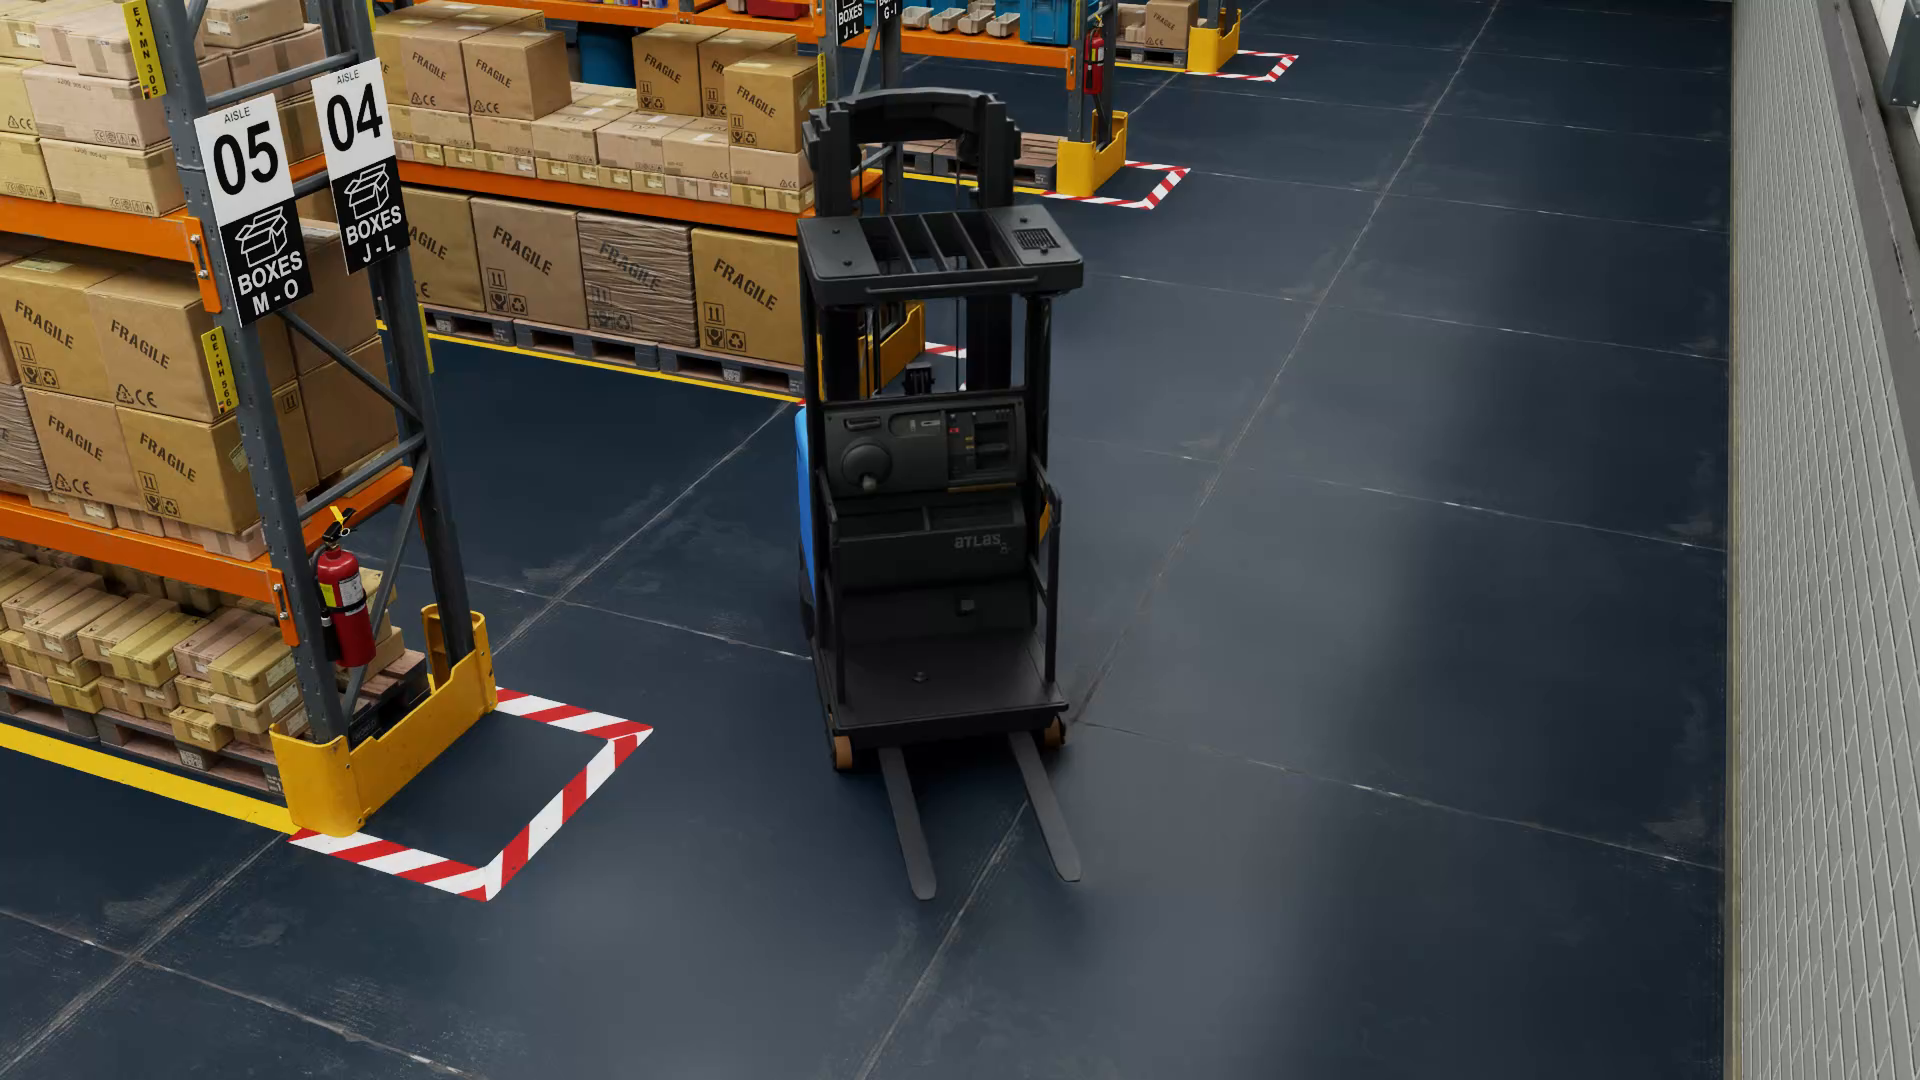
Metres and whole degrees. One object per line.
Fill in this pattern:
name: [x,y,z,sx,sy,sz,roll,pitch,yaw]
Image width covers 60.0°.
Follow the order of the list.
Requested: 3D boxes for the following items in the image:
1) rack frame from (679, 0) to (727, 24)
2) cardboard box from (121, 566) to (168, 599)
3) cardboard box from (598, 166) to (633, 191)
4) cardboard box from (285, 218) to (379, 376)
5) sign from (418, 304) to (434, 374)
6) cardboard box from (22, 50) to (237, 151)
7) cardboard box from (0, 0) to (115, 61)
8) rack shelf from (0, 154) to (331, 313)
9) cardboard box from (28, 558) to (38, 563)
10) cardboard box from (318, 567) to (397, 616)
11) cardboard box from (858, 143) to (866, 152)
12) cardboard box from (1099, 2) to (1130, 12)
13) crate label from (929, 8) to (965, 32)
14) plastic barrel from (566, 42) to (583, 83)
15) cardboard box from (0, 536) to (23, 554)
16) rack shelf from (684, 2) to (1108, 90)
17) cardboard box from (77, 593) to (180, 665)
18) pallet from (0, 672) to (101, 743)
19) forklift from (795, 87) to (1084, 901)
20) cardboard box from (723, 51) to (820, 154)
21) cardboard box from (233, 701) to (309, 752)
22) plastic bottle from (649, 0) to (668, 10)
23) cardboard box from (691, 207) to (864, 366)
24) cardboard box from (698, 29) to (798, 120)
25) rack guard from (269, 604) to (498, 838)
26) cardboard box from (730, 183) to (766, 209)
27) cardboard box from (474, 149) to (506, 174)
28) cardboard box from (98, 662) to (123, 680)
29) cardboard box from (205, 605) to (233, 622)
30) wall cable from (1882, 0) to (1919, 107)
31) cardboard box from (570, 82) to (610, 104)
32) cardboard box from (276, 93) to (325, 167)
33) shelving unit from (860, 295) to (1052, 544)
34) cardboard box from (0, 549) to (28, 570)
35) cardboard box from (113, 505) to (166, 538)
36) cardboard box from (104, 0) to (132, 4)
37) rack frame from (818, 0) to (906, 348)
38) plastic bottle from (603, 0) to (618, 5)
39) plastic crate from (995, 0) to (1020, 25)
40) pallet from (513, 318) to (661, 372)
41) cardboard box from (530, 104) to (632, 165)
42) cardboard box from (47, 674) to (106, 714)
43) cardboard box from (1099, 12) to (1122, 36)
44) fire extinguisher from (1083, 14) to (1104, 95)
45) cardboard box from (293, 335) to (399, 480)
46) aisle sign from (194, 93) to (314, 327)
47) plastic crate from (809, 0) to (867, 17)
rack frame: [-2.481,-5.496,16.424,0.127,3.000,1.000,11,31,19]
cardboard box: [-3.953,0.128,8.341,0.250,0.149,0.380,13,32,21]
cardboard box: [-2.277,-2.540,11.450,0.250,0.149,0.380,11,31,19]
cardboard box: [-2.911,-1.067,7.169,0.500,0.500,0.500,11,31,19]
sign: [-2.391,-0.879,7.376,0.005,0.325,0.100,11,31,19]
cardboard box: [-3.117,-1.682,6.273,0.500,0.250,0.500,10,31,18]
cardboard box: [-3.443,-1.951,6.344,0.250,0.149,0.380,10,31,18]
rack shelf: [-4.448,-1.617,7.245,4.000,0.370,1.077,11,31,19]
cardboard box: [-4.700,0.122,8.654,0.250,0.149,0.380,10,31,17]
cardboard box: [-2.952,0.293,8.049,0.250,0.149,0.380,10,31,17]
cardboard box: [-0.979,-2.773,11.458,0.500,0.250,0.500,10,31,18]
cardboard box: [1.768,-6.423,20.412,0.500,0.250,0.500,11,31,19]
crate label: [-0.128,-4.836,15.464,0.243,0.136,0.396,11,31,19]
plastic barrel: [-4.124,-4.980,17.614,0.421,0.512,0.421,0,29,0]
cardboard box: [-4.892,-0.084,8.717,0.250,0.149,0.380,10,31,17]
rack shelf: [-0.627,-4.812,15.947,4.000,0.370,1.077,11,31,19]
cardboard box: [-3.896,0.423,7.819,0.250,0.149,0.380,10,31,17]
pallet: [-4.531,0.553,8.558,1.213,0.211,1.003,11,31,19]
forklift: [-0.112,-0.387,7.456,1.130,2.935,3.031,-5,30,-9]
cardboard box: [-1.186,-2.858,10.846,0.500,0.500,0.500,12,32,20]
cardboard box: [-3.161,0.802,7.754,0.250,0.149,0.380,12,32,20]
plastic bottle: [-2.967,-5.367,16.323,0.135,0.276,0.152,11,31,19]
cardboard box: [-1.259,-1.837,11.684,0.875,0.875,0.875,11,31,19]
cardboard box: [-1.443,-3.192,11.437,0.500,0.500,0.500,11,31,18]
rack guard: [-2.665,0.820,7.792,0.348,0.500,1.175,11,31,19]
cardboard box: [-1.331,-2.351,11.116,0.250,0.149,0.380,12,31,20]
cardboard box: [-3.224,-2.729,11.786,0.250,0.149,0.380,11,31,18]
cardboard box: [-3.884,0.515,7.959,0.250,0.149,0.380,11,31,19]
cardboard box: [-3.476,0.379,8.199,0.250,0.149,0.380,12,32,20]
wall cable: [3.308,-3.892,4.221,0.120,5.999,2.277,11,31,19]
cardboard box: [-2.881,-3.150,12.125,0.500,0.250,0.500,12,32,20]
cardboard box: [-2.915,-1.695,6.804,0.500,0.250,0.500,12,32,21]
shelving unit: [-0.054,-0.699,9.463,1.083,1.500,0.587,8,31,14]
cardboard box: [-4.835,0.200,8.213,0.250,0.149,0.380,10,31,17]
cardboard box: [-3.457,-0.179,7.274,0.250,0.149,0.380,11,31,19]
cardboard box: [-3.263,-2.189,6.765,0.250,0.149,0.380,11,31,19]
rack frame: [-0.636,-2.497,11.120,0.127,3.000,1.000,11,31,19]
plastic bottle: [-3.455,-5.495,16.473,0.185,0.351,0.144,11,31,19]
plastic crate: [0.511,-5.026,15.703,0.300,0.233,0.416,11,31,19]
pallet: [-2.533,-1.622,12.405,1.213,0.211,1.003,11,31,19]
cardboard box: [-2.611,-2.813,11.528,0.500,0.250,0.500,11,31,19]
cardboard box: [-4.143,0.654,8.015,0.250,0.149,0.380,10,31,17]
cardboard box: [1.626,-6.186,19.992,0.500,0.250,0.500,11,31,19]
fire extinguisher: [1.195,-4.324,14.810,0.183,0.674,0.296,11,31,19]
cardboard box: [-2.907,-0.636,7.424,0.500,0.500,0.500,13,32,21]
aisle sign: [-2.640,-1.236,6.246,0.004,0.787,0.394,11,31,19]
plastic crate: [-1.135,-5.104,15.790,0.530,0.282,0.437,11,31,19]
